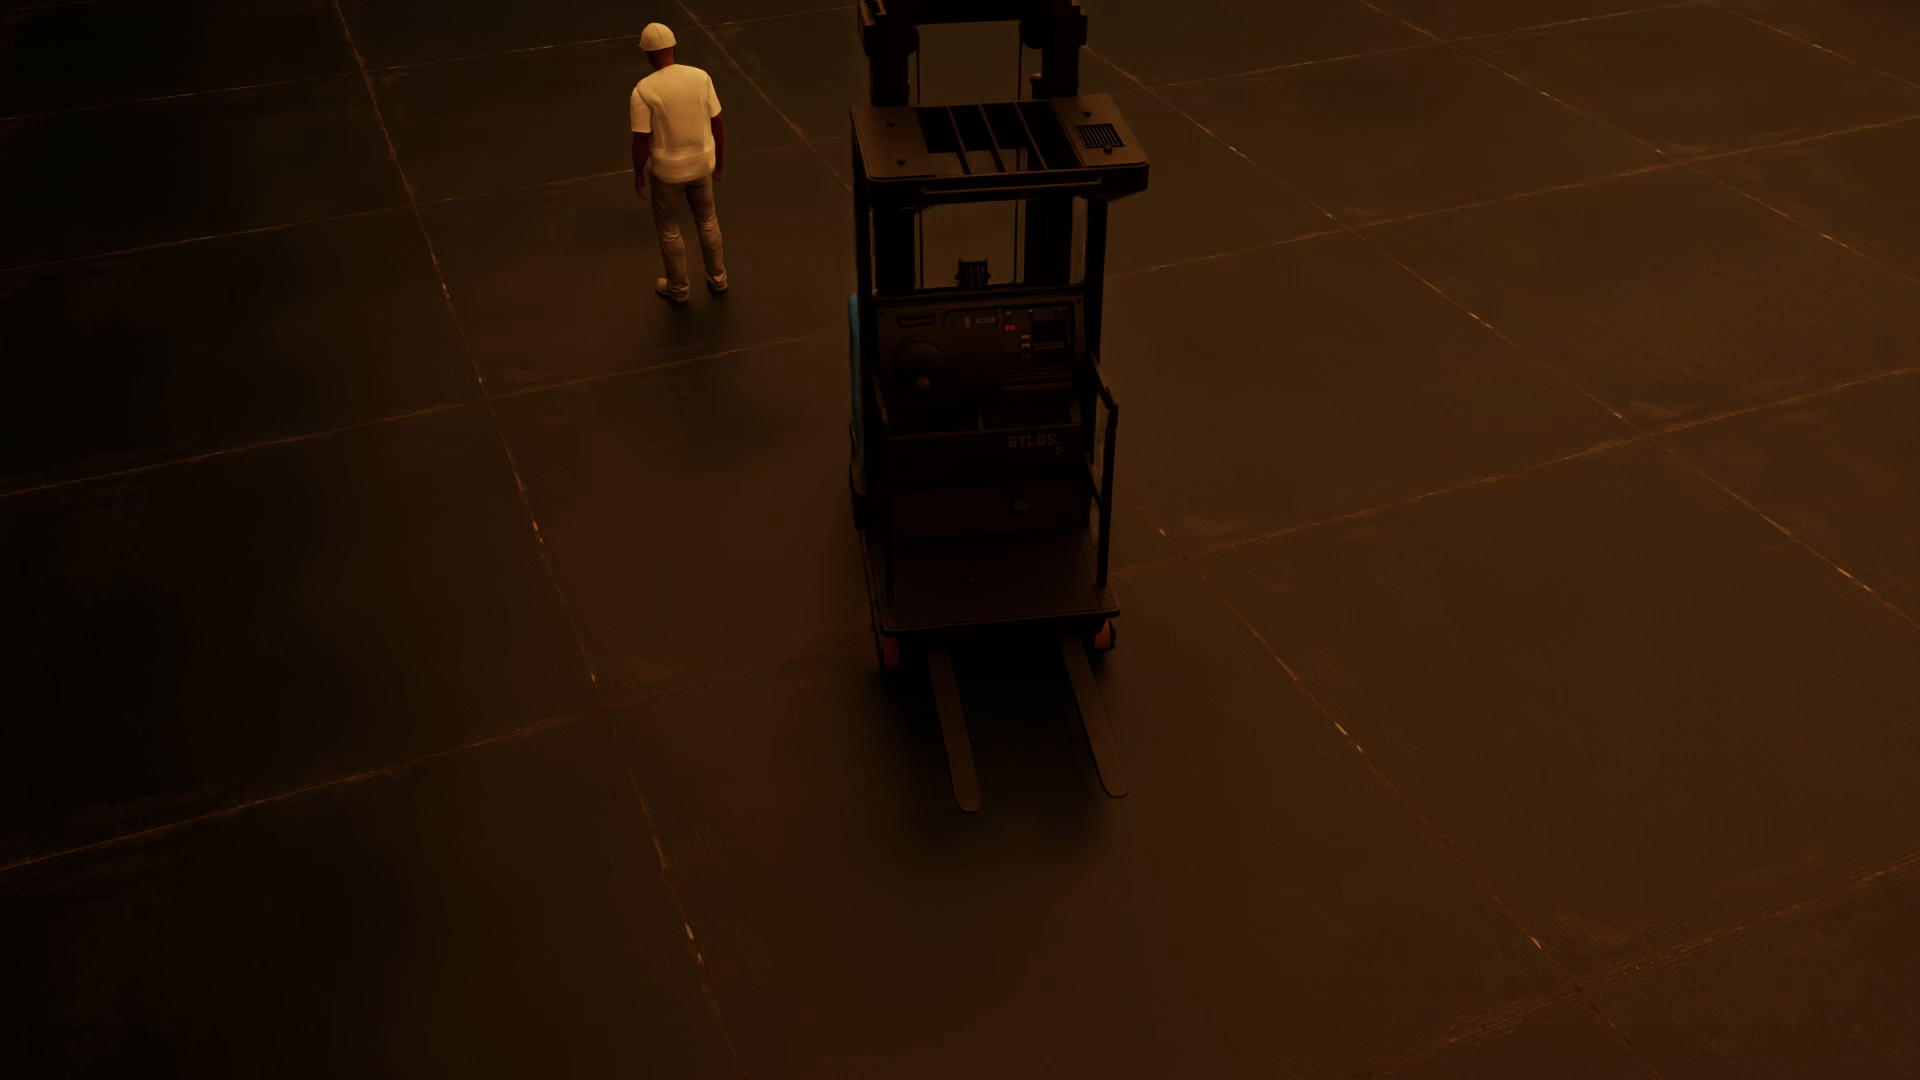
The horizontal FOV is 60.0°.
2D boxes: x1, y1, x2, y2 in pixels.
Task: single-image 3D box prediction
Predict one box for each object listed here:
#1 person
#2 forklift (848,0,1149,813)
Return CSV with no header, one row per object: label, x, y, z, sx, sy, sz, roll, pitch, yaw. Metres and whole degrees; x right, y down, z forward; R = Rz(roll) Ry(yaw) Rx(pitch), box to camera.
person,-1.764,-2.353,10.422,0.626,1.759,0.463,-20,40,-26
forklift,0.128,-0.811,7.239,1.130,2.935,3.031,-5,36,-7
